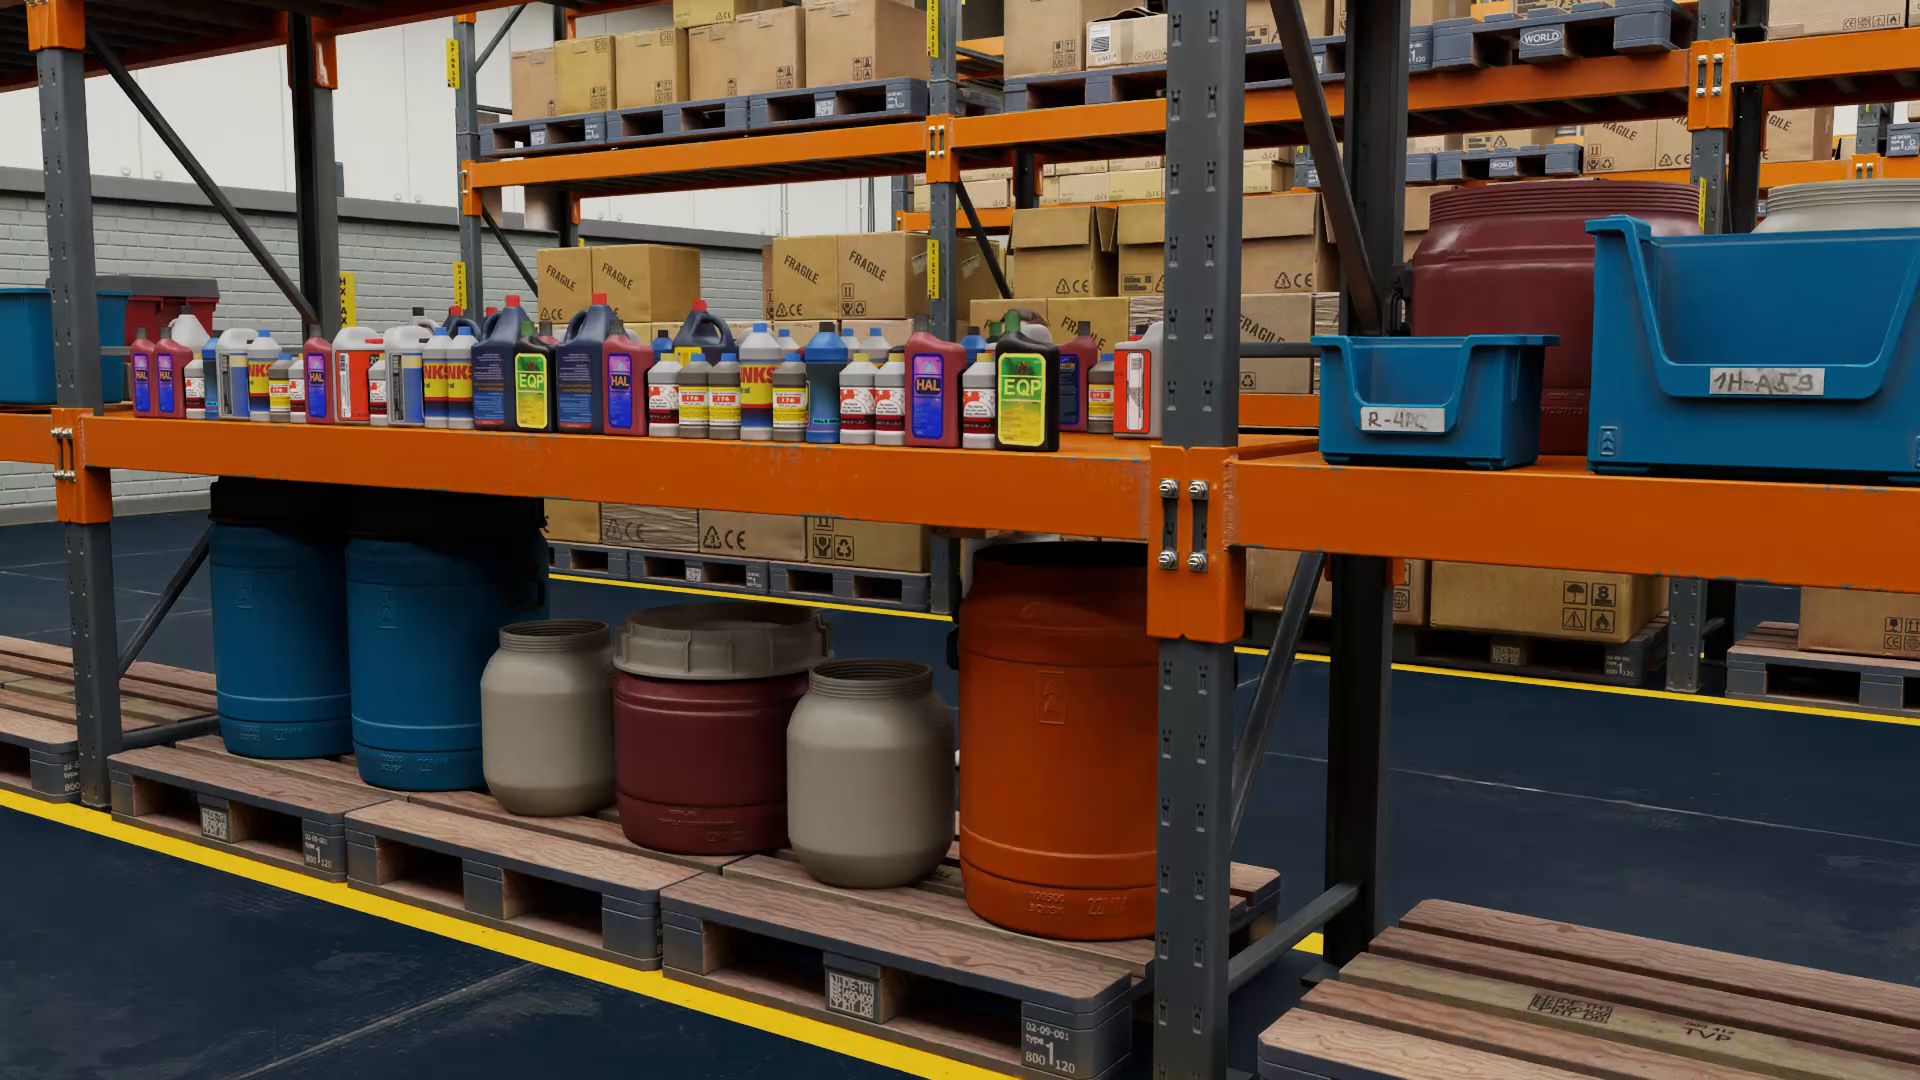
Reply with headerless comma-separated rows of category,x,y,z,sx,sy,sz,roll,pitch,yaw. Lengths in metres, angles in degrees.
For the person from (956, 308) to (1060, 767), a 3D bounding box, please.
person,0.160,0.001,6.015,0.435,1.668,0.538,4,8,33
